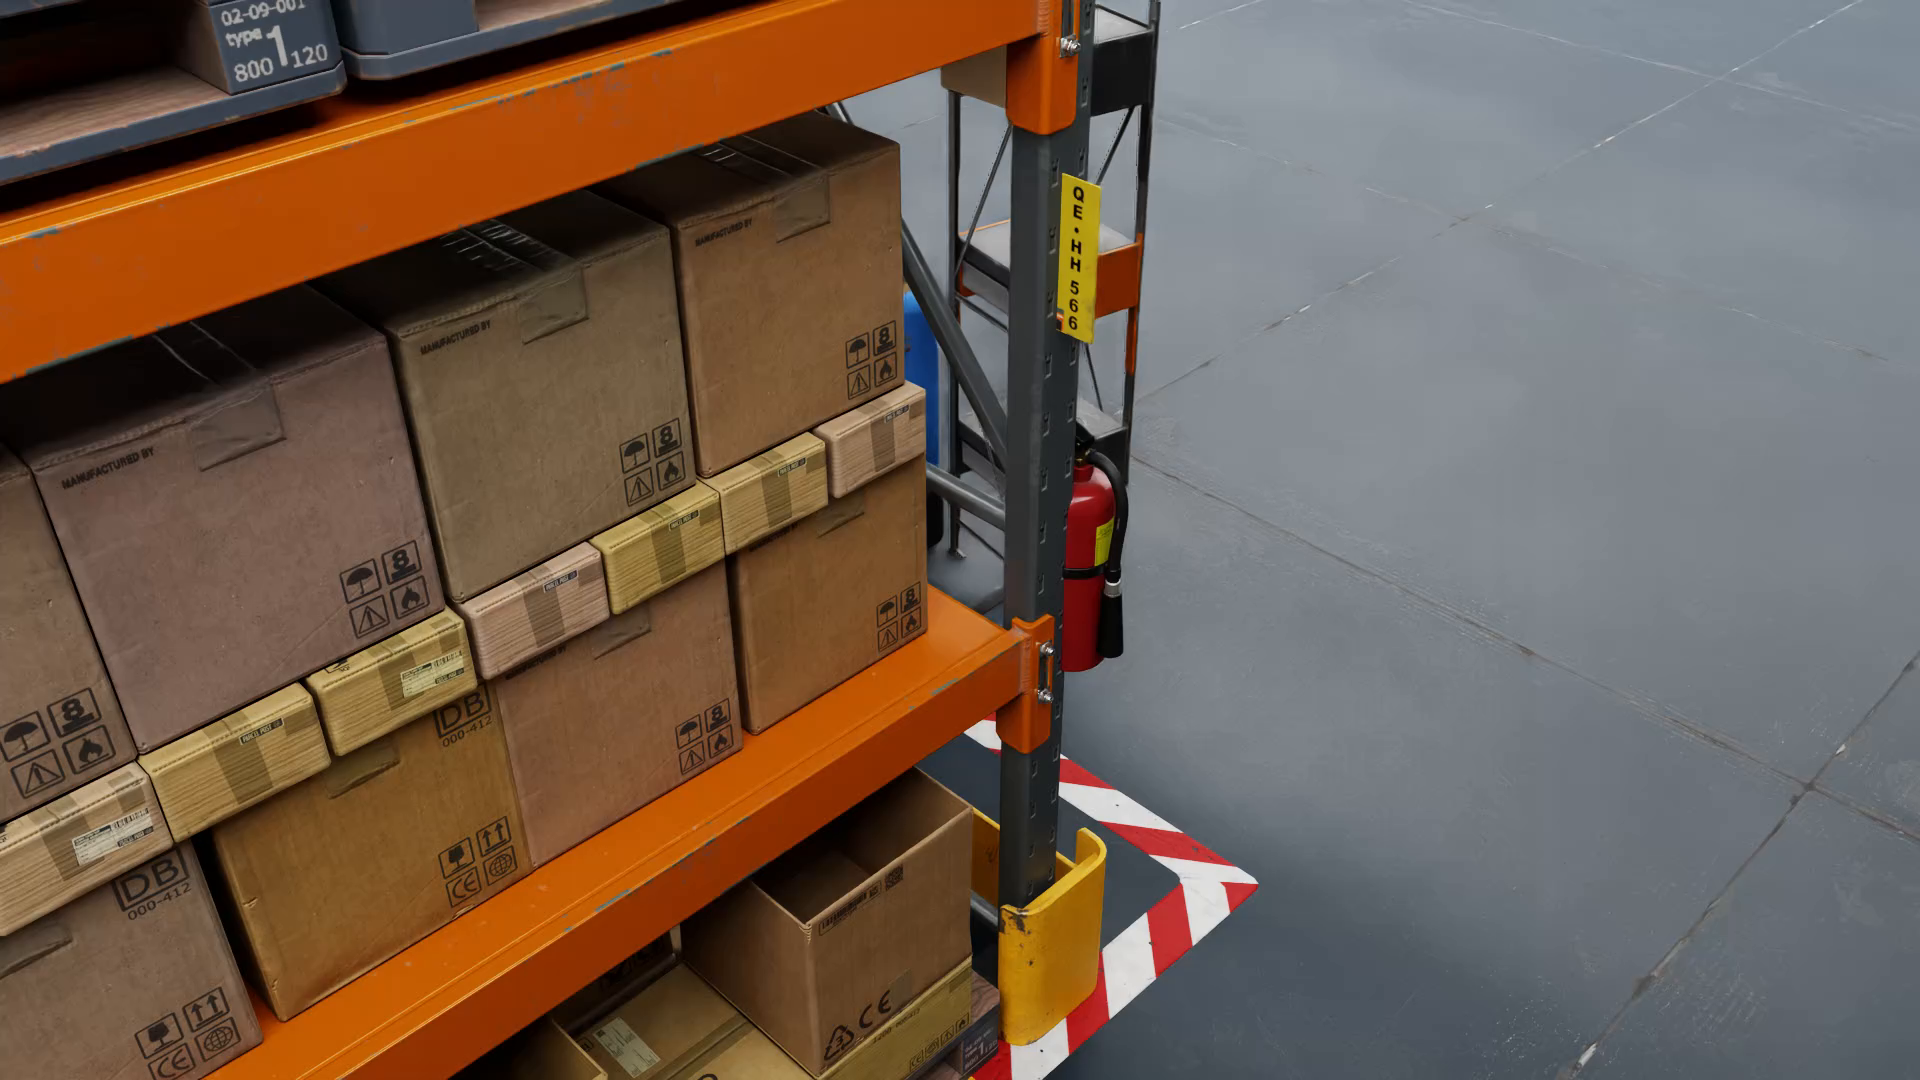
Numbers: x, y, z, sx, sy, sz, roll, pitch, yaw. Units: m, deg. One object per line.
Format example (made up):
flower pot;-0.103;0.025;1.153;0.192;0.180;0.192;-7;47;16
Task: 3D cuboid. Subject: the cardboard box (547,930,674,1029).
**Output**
cardboard box;-1.039;0.794;3.871;0.500;0.500;0.500;30;45;35

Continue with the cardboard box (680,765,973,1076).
cardboard box;-0.319;0.800;3.862;0.500;0.500;0.500;30;45;35

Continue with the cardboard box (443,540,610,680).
cardboard box;-0.829;0.051;2.901;0.250;0.149;0.380;-29;44;-35

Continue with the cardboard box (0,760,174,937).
cardboard box;-1.378;0.369;2.444;0.380;0.149;0.250;29;44;35

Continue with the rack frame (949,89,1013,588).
rack frame;0.080;-0.738;5.473;0.015;2.100;0.400;-21;40;-27

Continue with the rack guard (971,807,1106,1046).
rack guard;-0.136;0.829;4.624;1.175;0.500;0.348;30;45;35

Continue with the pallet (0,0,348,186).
pallet;-1.529;-0.606;1.952;1.003;0.211;1.213;30;45;35

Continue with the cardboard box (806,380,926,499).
cardboard box;-0.286;-0.261;3.348;0.380;0.149;0.250;29;44;35

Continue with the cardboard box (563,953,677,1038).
cardboard box;-1.038;1.102;4.084;0.500;0.250;0.500;30;45;35

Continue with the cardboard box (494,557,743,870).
cardboard box;-2.347;1.459;2.183;4.930;1.340;1.023;-29;44;-35

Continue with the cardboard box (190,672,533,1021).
cardboard box;-1.211;0.372;3.008;0.500;0.500;0.700;-30;45;-35

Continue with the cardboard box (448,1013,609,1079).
cardboard box;-1.013;1.211;3.272;0.500;0.500;0.500;30;45;35

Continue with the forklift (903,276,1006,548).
forklift;-1.325;-1.173;5.370;3.618;2.935;1.344;-9;36;-12

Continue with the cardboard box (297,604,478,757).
cardboard box;-1.013;0.157;2.748;0.250;0.149;0.380;-28;44;-34

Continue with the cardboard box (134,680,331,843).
cardboard box;-1.198;0.265;2.593;0.250;0.149;0.380;-29;44;-34

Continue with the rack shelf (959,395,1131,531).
rack shelf;0.284;-0.230;5.992;0.480;0.518;0.431;-21;40;-27

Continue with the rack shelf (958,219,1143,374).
rack shelf;0.284;-0.804;5.592;0.480;0.518;0.431;-21;40;-27

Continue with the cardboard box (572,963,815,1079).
cardboard box;-0.664;1.314;3.780;0.500;0.250;0.500;30;45;35

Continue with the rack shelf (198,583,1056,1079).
rack shelf;-1.562;0.921;2.936;1.077;0.370;4.000;30;45;35

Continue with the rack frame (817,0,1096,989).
rack frame;-0.152;-0.186;3.895;1.000;3.000;0.127;30;45;35

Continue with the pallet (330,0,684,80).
pallet;-0.669;-1.104;2.665;1.003;0.211;1.213;30;45;35

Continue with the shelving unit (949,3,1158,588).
shelving unit;0.282;-0.815;5.583;0.499;2.100;0.431;-21;40;-27

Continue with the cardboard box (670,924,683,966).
cardboard box;-0.688;0.898;4.377;0.500;0.250;0.500;30;45;35

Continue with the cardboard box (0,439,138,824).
cardboard box;-1.602;0.071;2.305;0.700;0.500;0.500;30;45;35

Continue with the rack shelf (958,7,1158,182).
rack shelf;0.284;-1.379;5.191;0.480;0.518;0.431;-21;40;-27

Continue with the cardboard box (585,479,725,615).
cardboard box;-0.650;-0.051;3.046;0.380;0.149;0.250;29;44;35

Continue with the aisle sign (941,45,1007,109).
aisle sign;0.102;-1.161;3.019;0.394;0.787;0.004;30;45;35

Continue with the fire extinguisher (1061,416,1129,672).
fire extinguisher;0.260;-0.015;3.717;0.296;0.674;0.183;30;45;35

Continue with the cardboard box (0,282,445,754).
cardboard box;-1.249;-0.133;2.597;0.500;0.500;0.700;-30;45;-35

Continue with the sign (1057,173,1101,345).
sign;0.223;-0.534;3.174;0.100;0.325;0.005;30;45;35

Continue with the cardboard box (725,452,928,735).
cardboard box;-0.490;-0.043;3.602;0.700;0.500;0.500;30;45;35

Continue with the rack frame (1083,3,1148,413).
rack frame;0.486;-0.893;5.696;0.006;1.831;0.380;-21;40;-27
